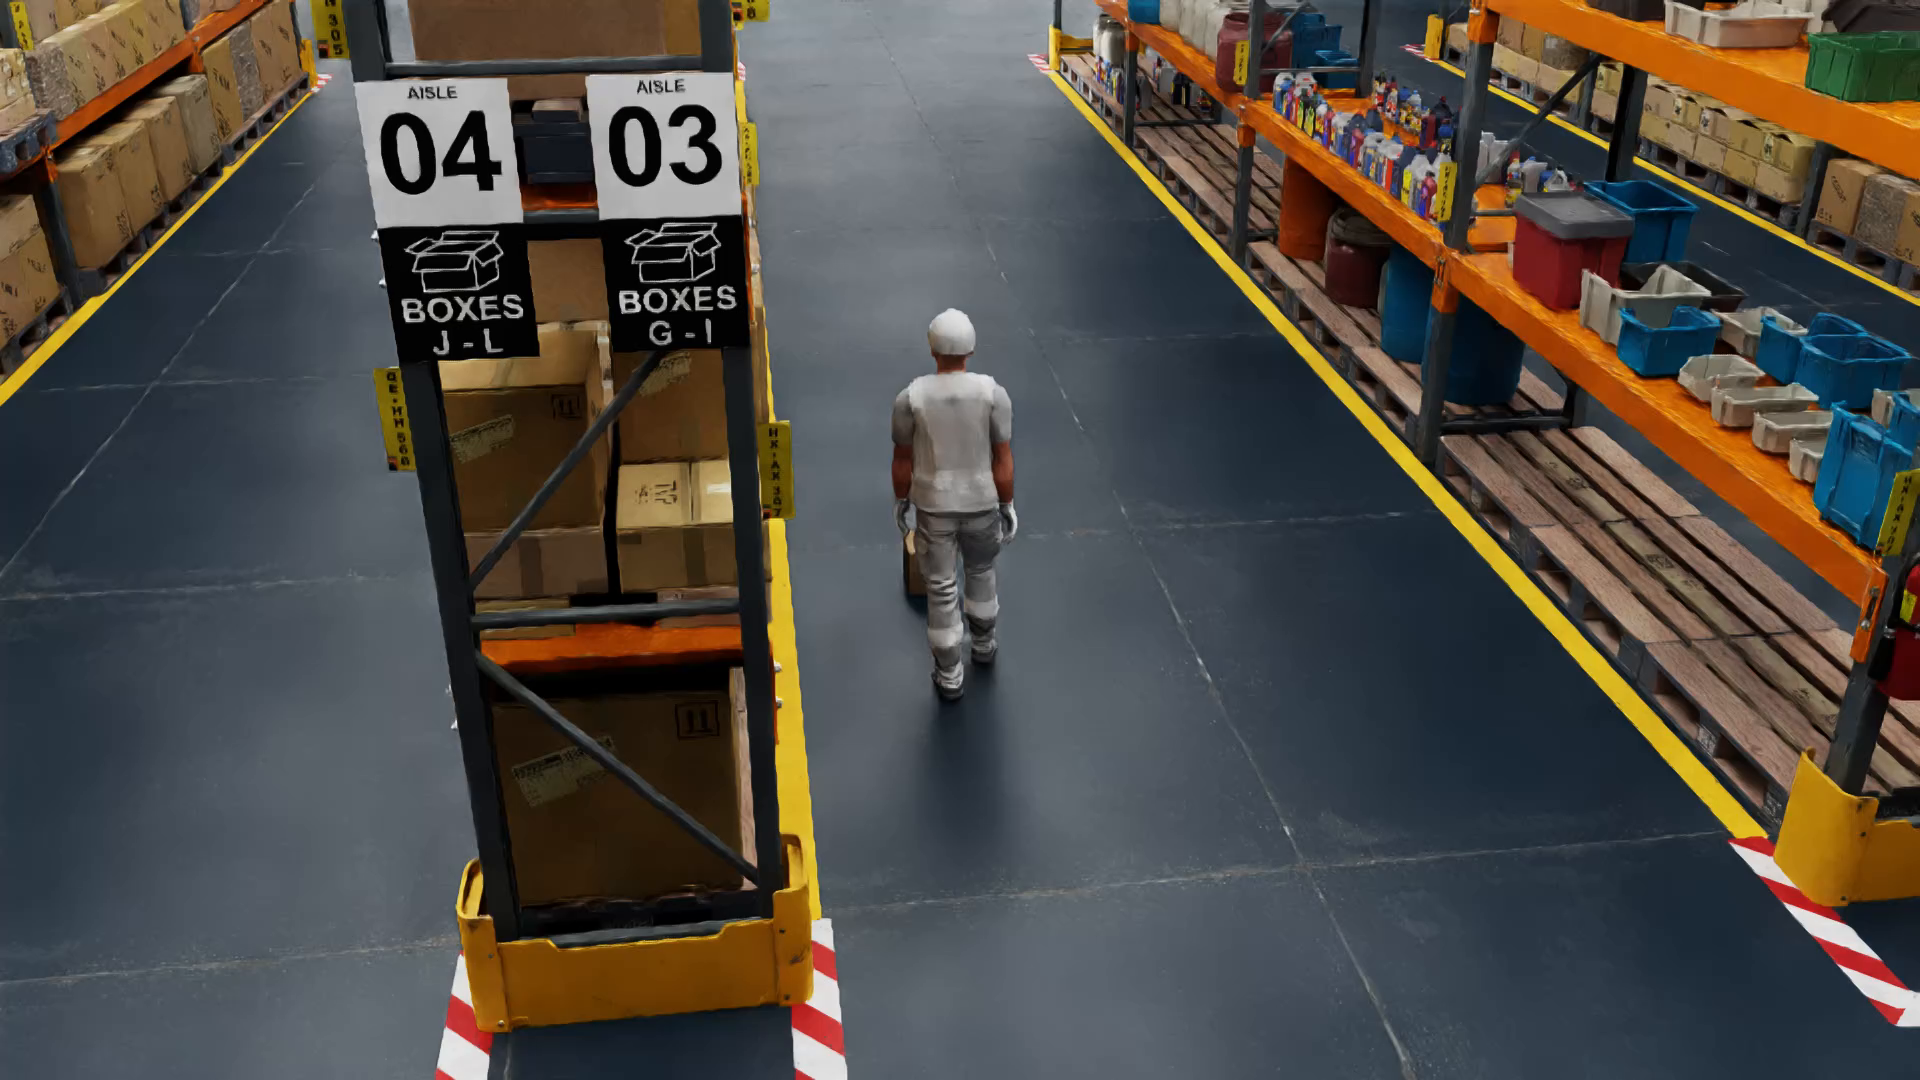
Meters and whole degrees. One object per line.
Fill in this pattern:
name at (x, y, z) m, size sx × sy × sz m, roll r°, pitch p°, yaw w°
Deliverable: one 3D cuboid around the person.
person at (-0.035, -0.182, 7.446) m, size 0.544 × 1.805 × 0.586 m, roll -3°, pitch 27°, yaw -6°
